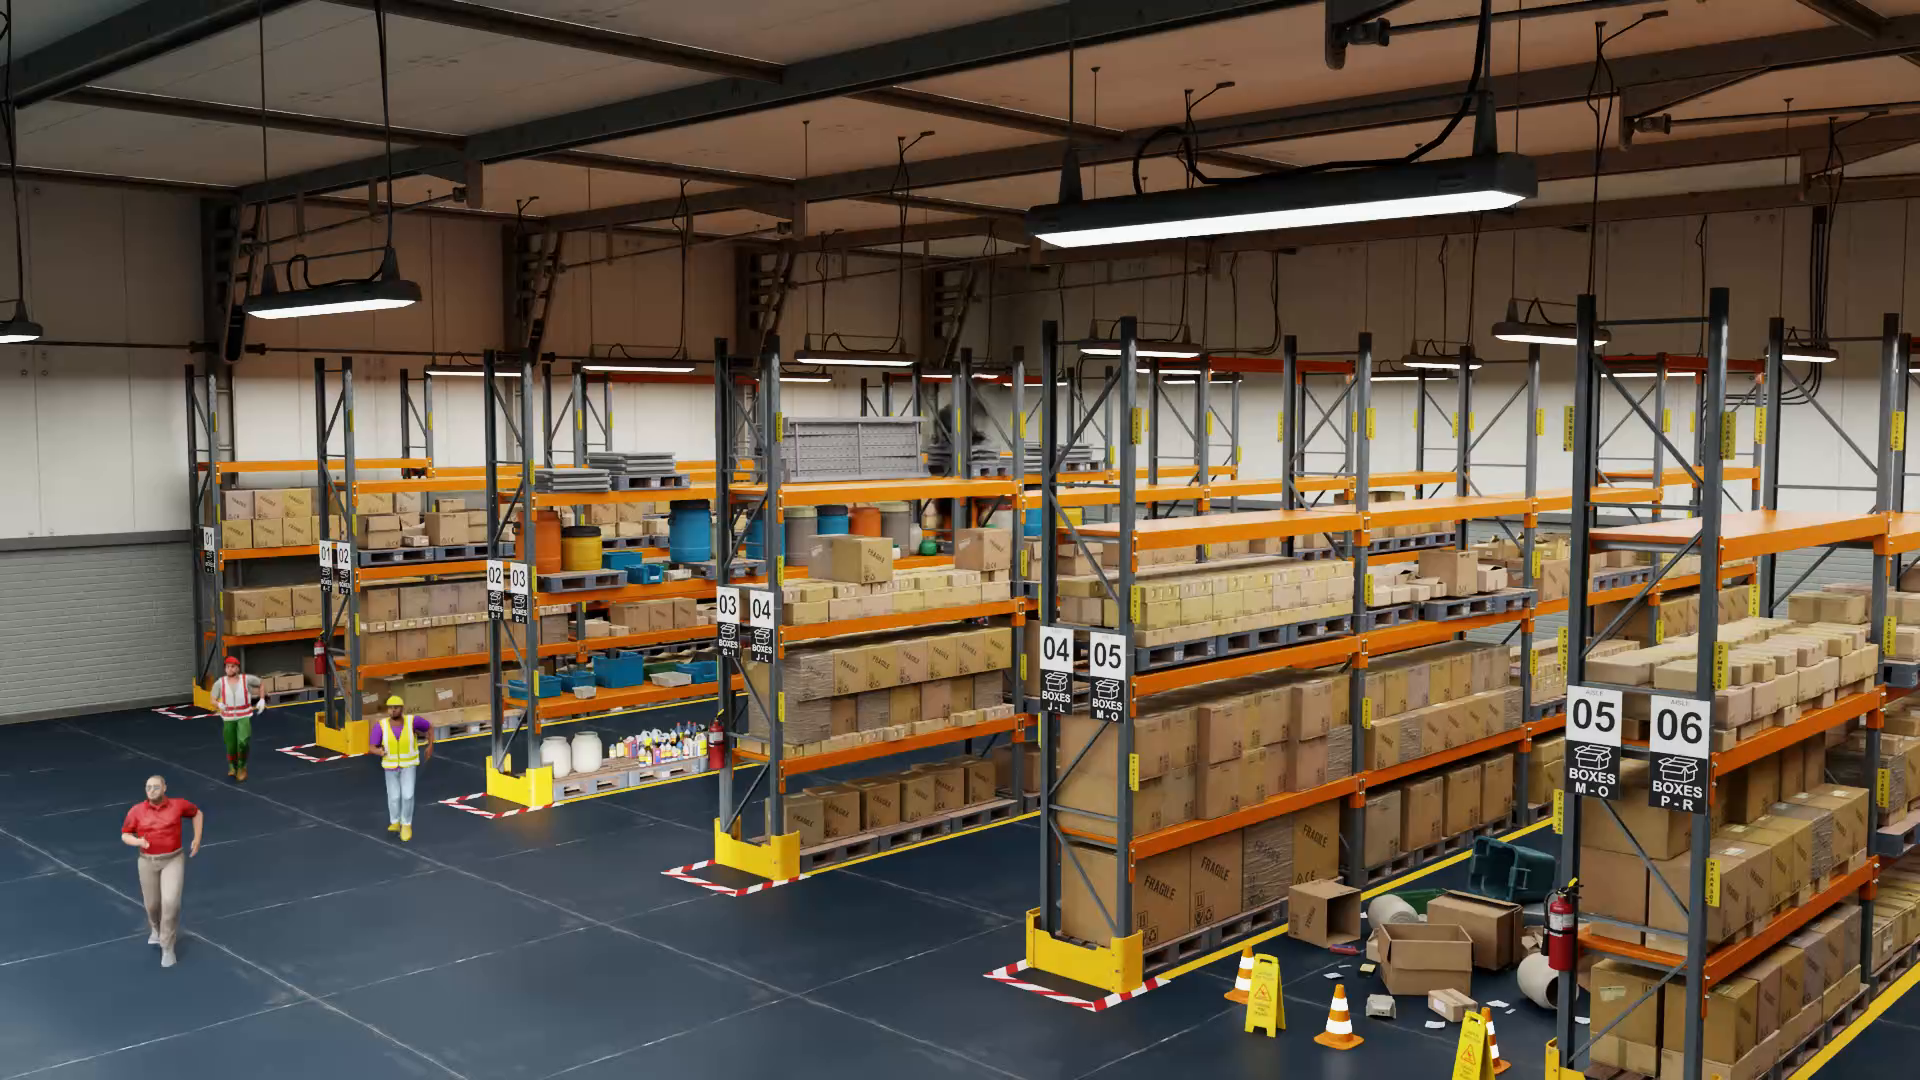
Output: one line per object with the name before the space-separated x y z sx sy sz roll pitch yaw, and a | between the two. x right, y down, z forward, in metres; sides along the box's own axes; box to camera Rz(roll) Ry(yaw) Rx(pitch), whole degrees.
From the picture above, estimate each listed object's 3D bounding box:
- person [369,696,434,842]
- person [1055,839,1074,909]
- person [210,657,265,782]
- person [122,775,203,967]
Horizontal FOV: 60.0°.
person | -6.743 2.746 20.081 0.717 1.766 0.862 -1 4 -11
person | 1.254 2.953 17.515 0.721 1.742 0.876 3 5 37
person | -10.068 2.490 23.186 0.682 1.755 0.856 -1 5 -15
person | -7.593 3.119 15.822 0.670 1.776 0.822 -1 5 -16
